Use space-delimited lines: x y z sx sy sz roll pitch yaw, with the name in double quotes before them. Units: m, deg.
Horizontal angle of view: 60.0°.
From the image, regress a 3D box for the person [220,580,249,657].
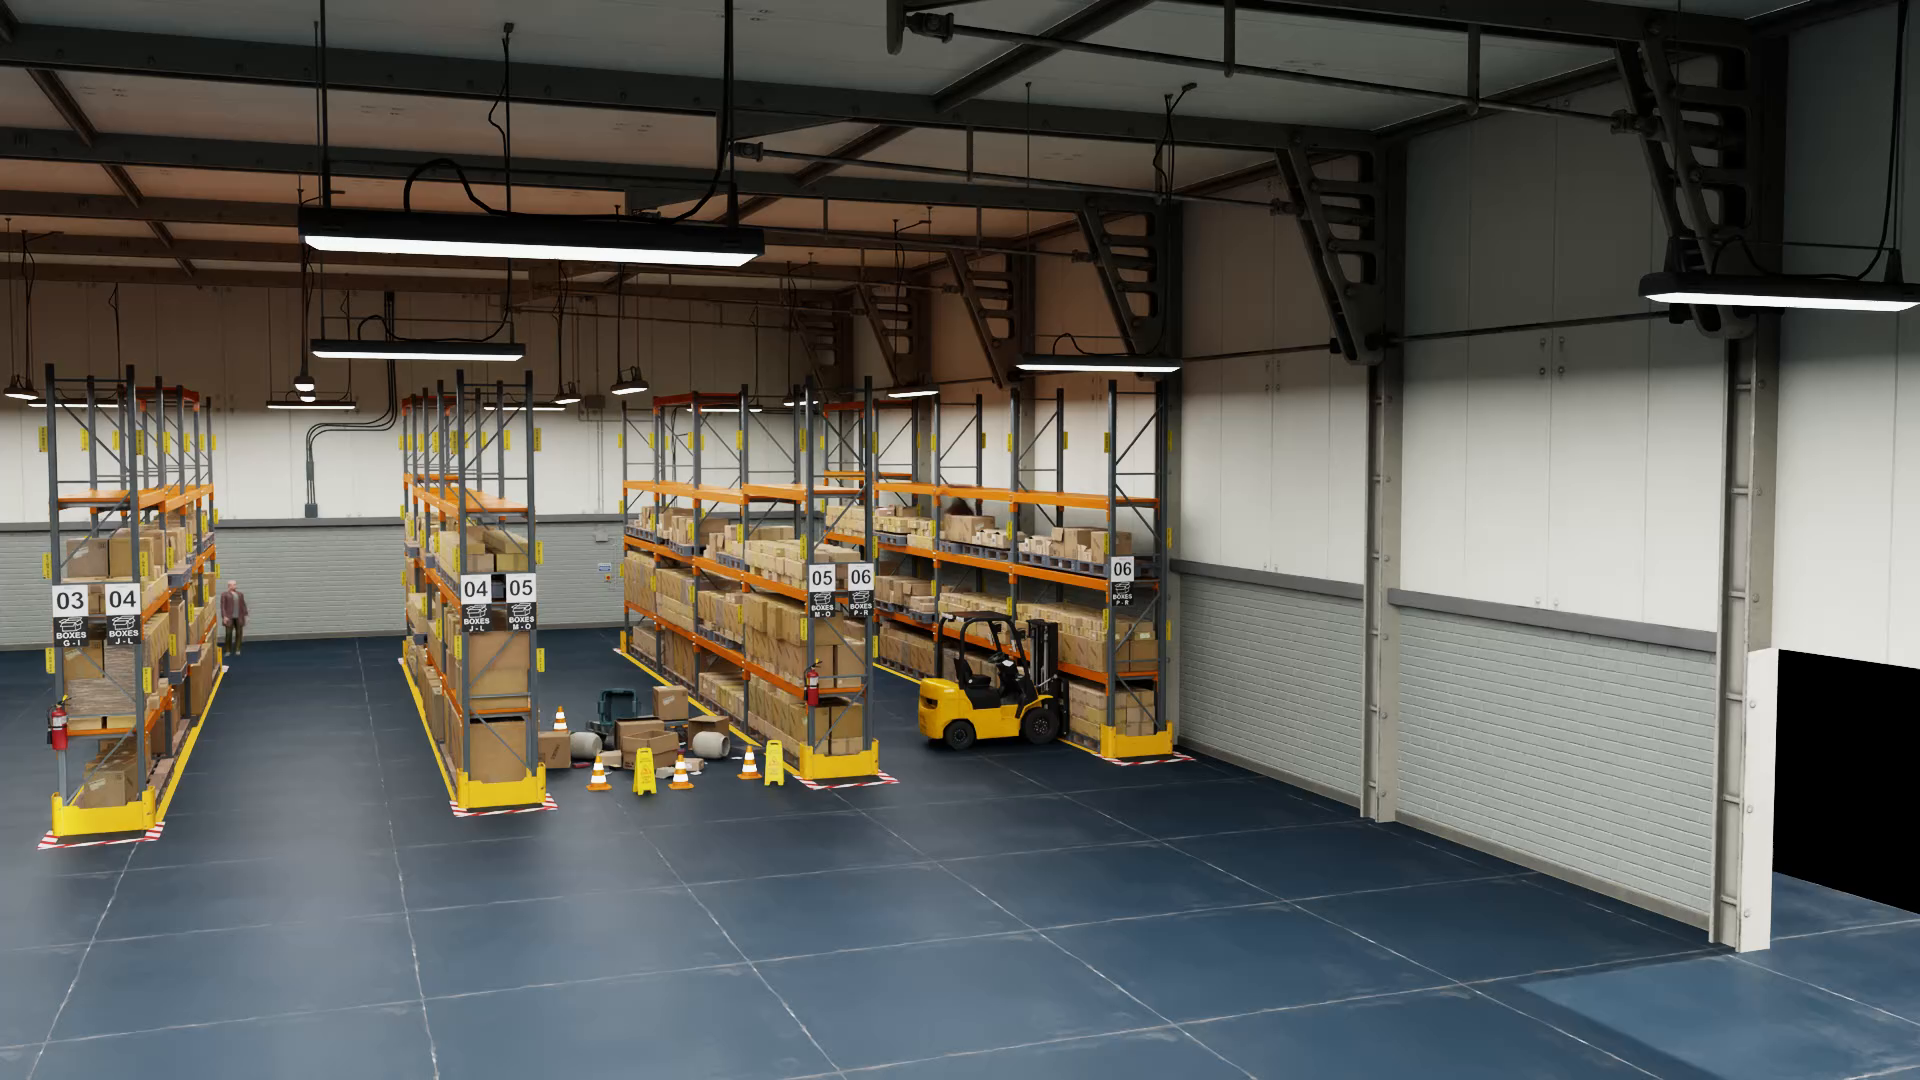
"person" -17.089 1.861 39.205 0.608 1.827 0.510 -3 4 -37
